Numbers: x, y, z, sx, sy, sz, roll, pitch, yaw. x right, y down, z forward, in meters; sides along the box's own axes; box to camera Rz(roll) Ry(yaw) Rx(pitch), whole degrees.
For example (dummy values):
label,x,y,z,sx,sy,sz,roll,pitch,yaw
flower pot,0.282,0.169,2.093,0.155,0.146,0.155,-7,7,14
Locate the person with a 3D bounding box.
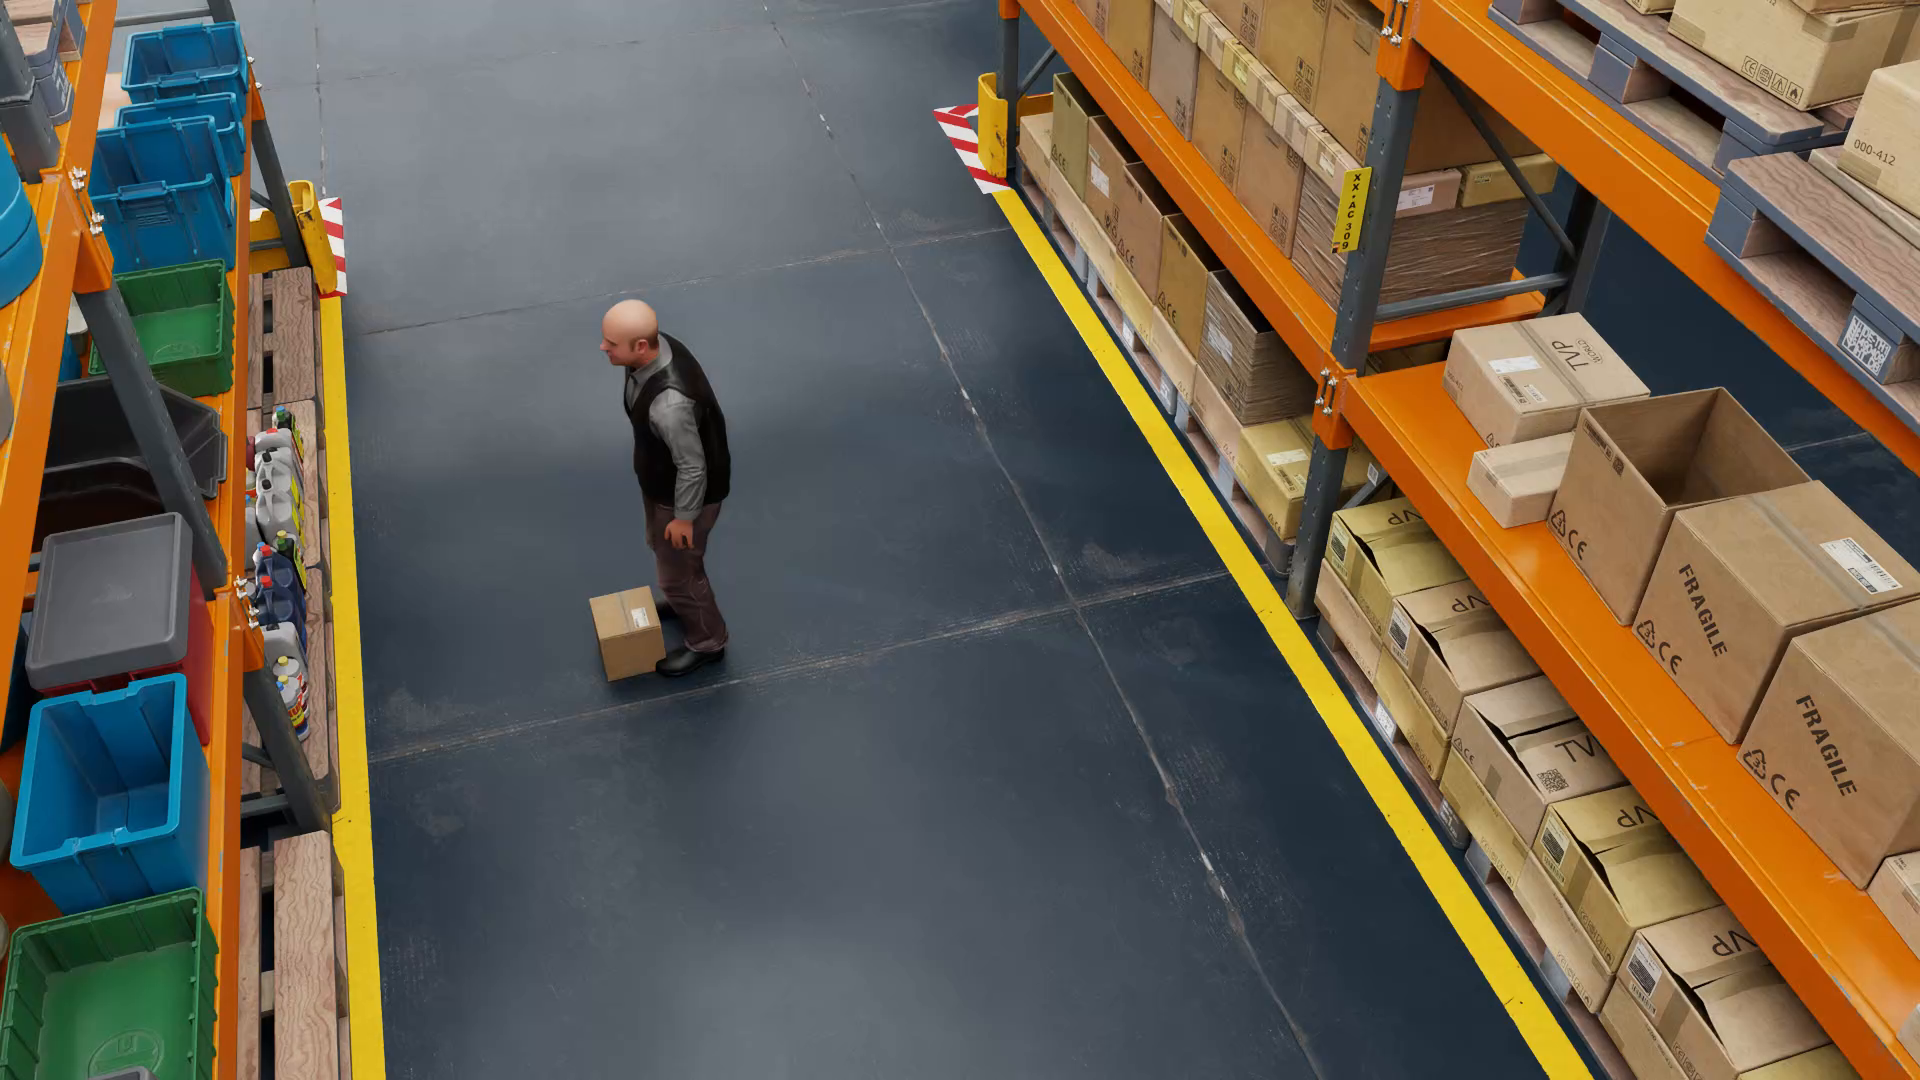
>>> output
label,x,y,z,sx,sy,sz,roll,pitch,yaw
person,-1.098,-0.218,6.421,0.426,1.720,0.593,-14,44,-15
